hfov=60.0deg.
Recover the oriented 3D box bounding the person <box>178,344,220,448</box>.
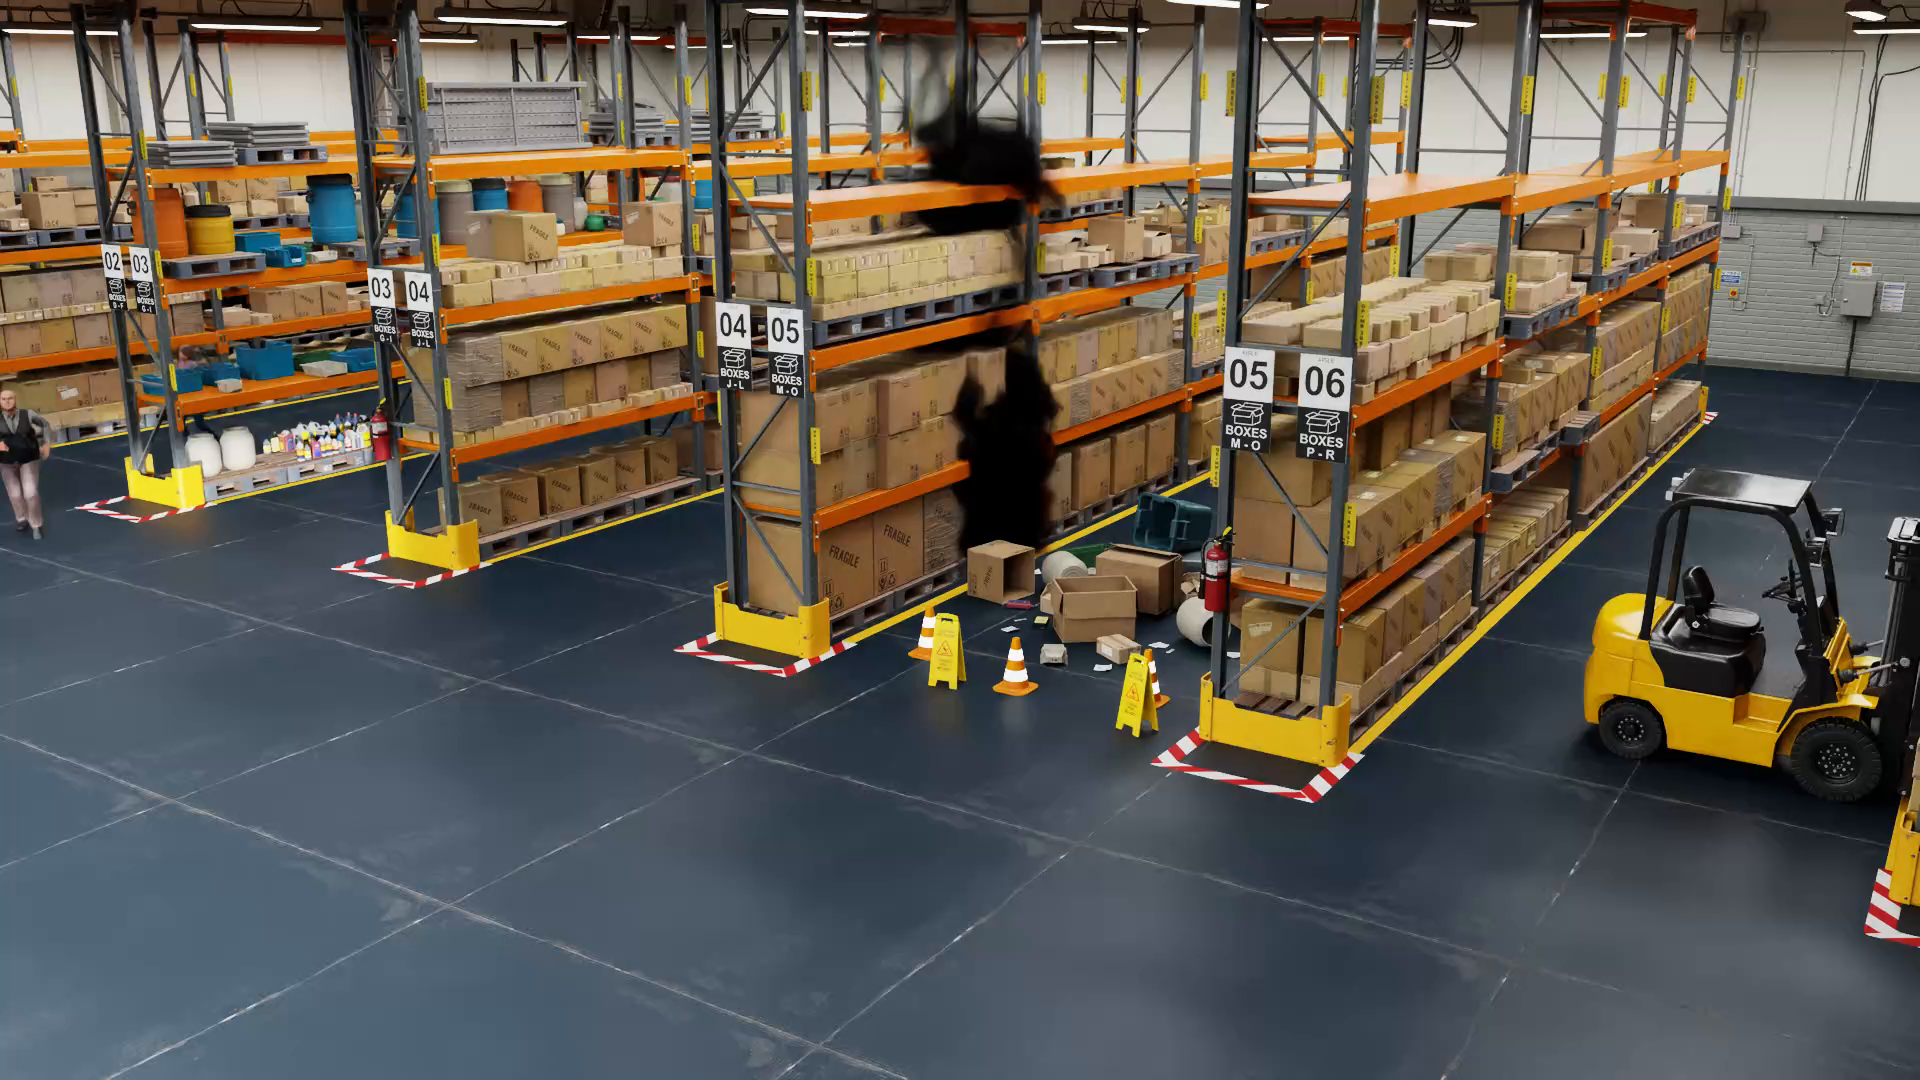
[{"bbox_3d":[-10.634,-1.855,23.055,0.521,1.542,0.698,7,17,25],"label":"person"}]

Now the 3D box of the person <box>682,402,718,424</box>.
[{"bbox_3d":[-3.940,-2.477,24.816,0.711,1.747,0.954,7,17,22],"label":"person"}]

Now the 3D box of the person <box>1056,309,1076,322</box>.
[{"bbox_3d":[1.736,-2.890,26.473,0.667,1.742,0.759,10,18,32],"label":"person"}]

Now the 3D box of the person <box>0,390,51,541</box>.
[{"bbox_3d":[-10.806,-0.839,19.131,0.674,1.800,0.751,-6,17,-22],"label":"person"}]
